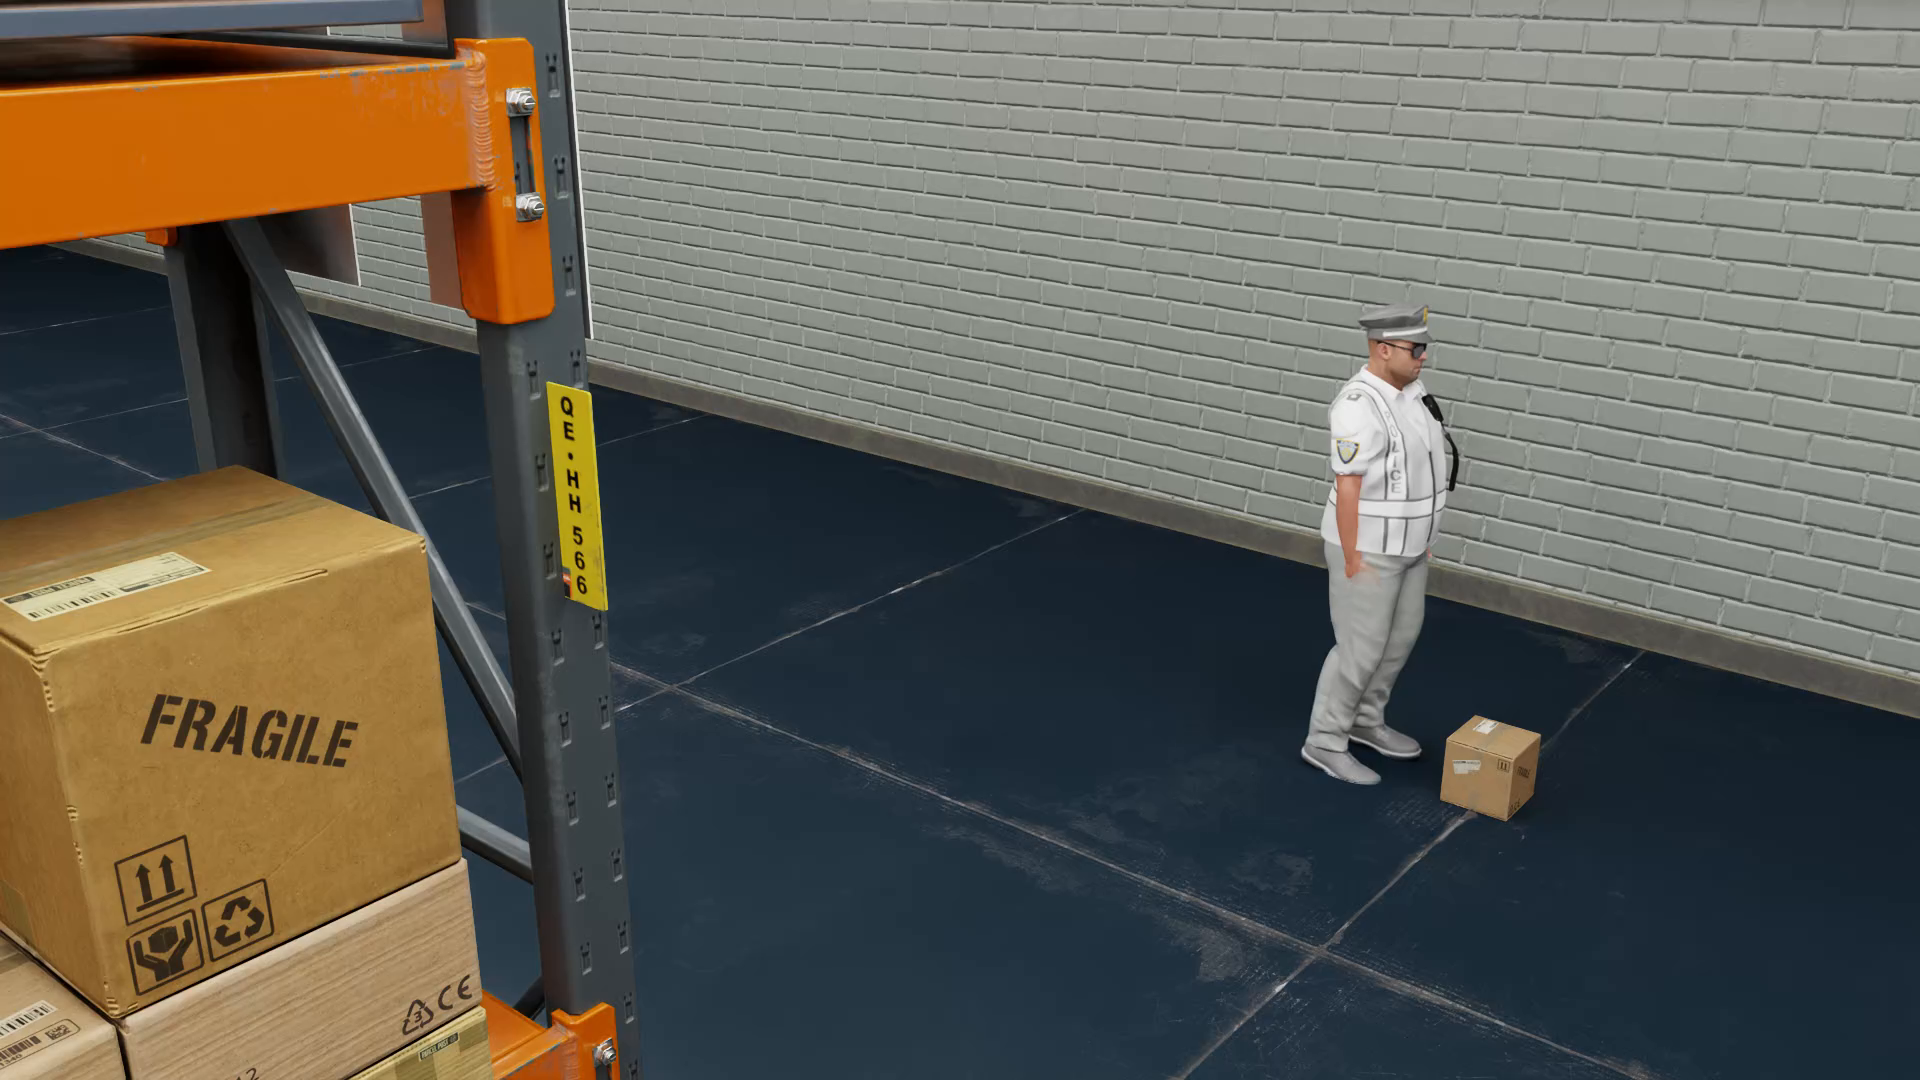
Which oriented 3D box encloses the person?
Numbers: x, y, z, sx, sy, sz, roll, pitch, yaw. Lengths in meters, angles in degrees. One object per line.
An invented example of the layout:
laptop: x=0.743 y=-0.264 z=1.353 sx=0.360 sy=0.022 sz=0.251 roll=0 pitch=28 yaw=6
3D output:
person: x=1.543 y=0.017 z=6.062 sx=0.393 sy=1.775 sz=0.527 roll=16 pitch=26 yaw=38
